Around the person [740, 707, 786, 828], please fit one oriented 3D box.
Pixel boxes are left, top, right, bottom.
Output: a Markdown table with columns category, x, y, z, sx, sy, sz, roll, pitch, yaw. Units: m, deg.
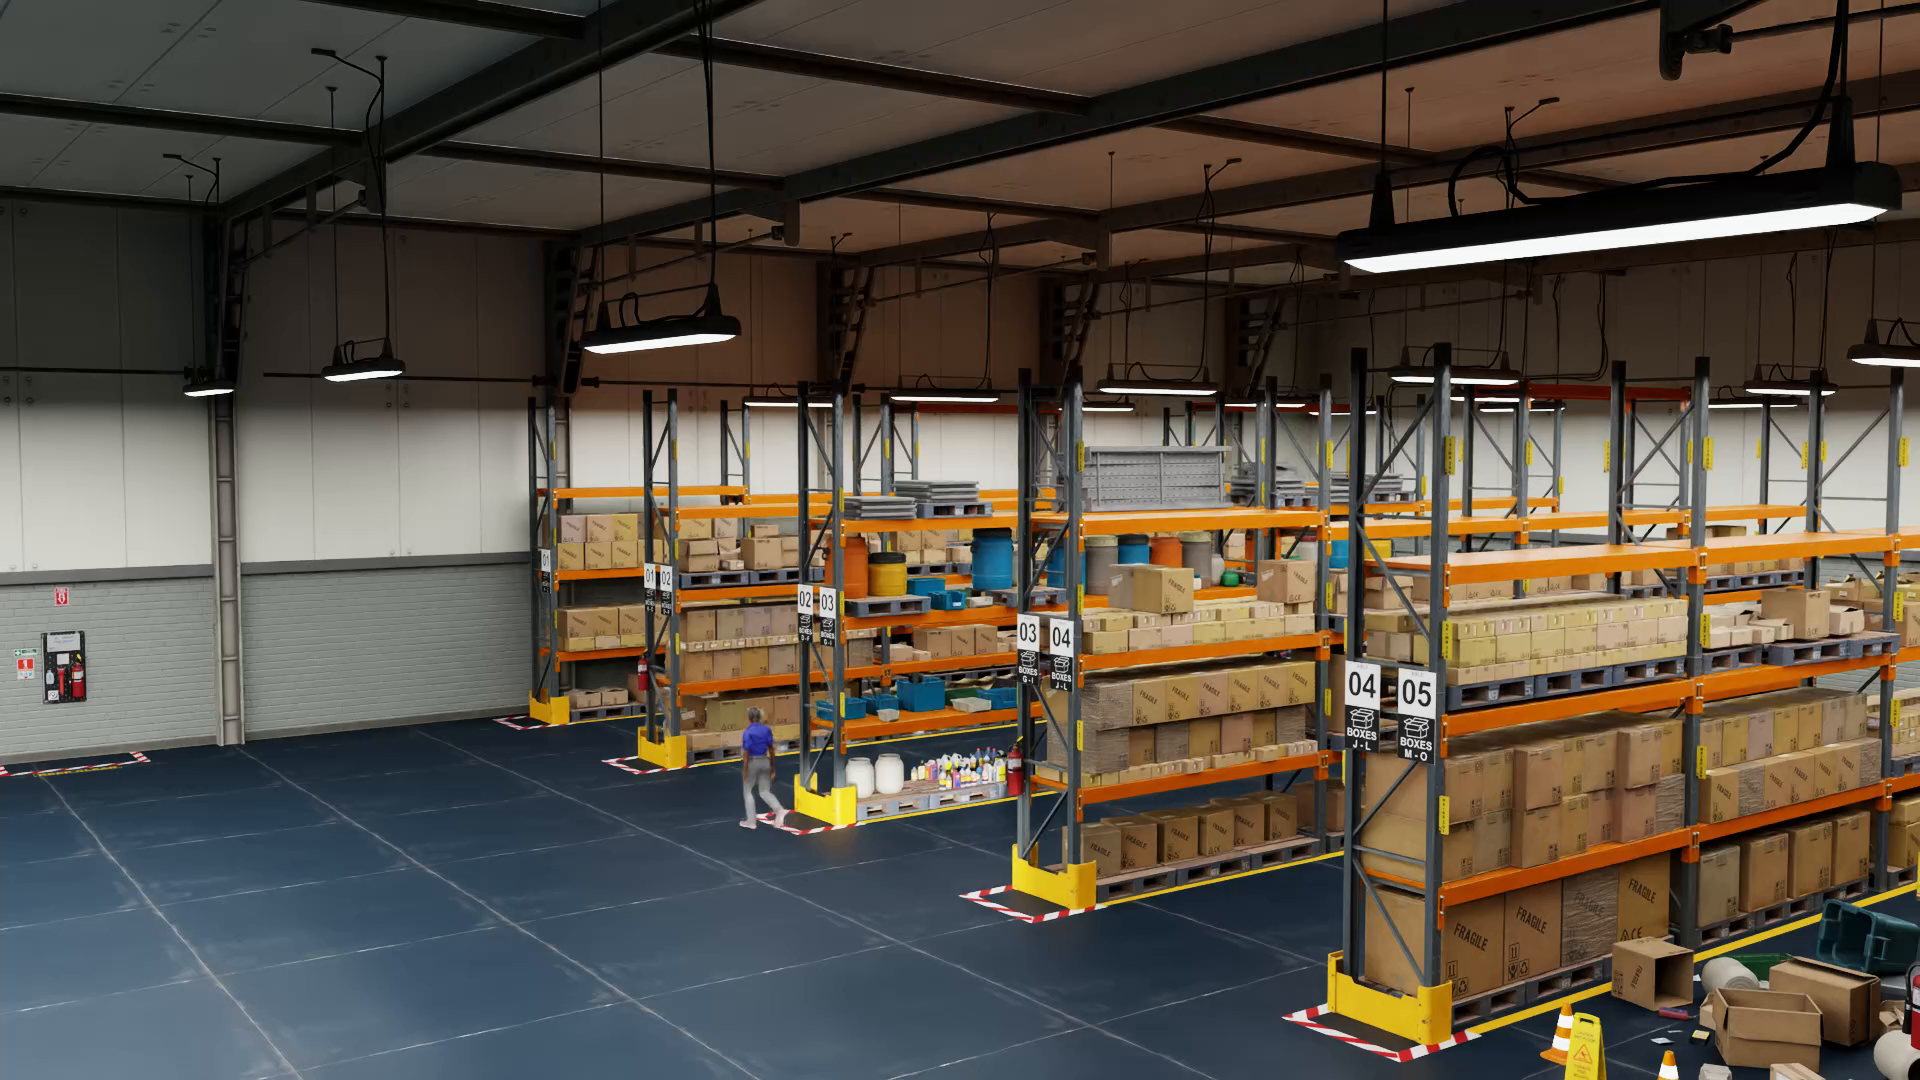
| category | x | y | z | sx | sy | sz | roll | pitch | yaw |
| --- | --- | --- | --- | --- | --- | --- | --- | --- | --- |
| person | -2.642 | 3.034 | 22.072 | 0.468 | 1.624 | 0.759 | -3 | 5 | -43 |

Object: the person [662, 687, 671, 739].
| category | x | y | z | sx | sy | sz | roll | pitch | yaw |
| --- | --- | --- | --- | --- | --- | --- | --- | --- | --- |
| person | -4.994 | 2.617 | 28.840 | 0.448 | 1.676 | 0.519 | -2 | 4 | -28 |
